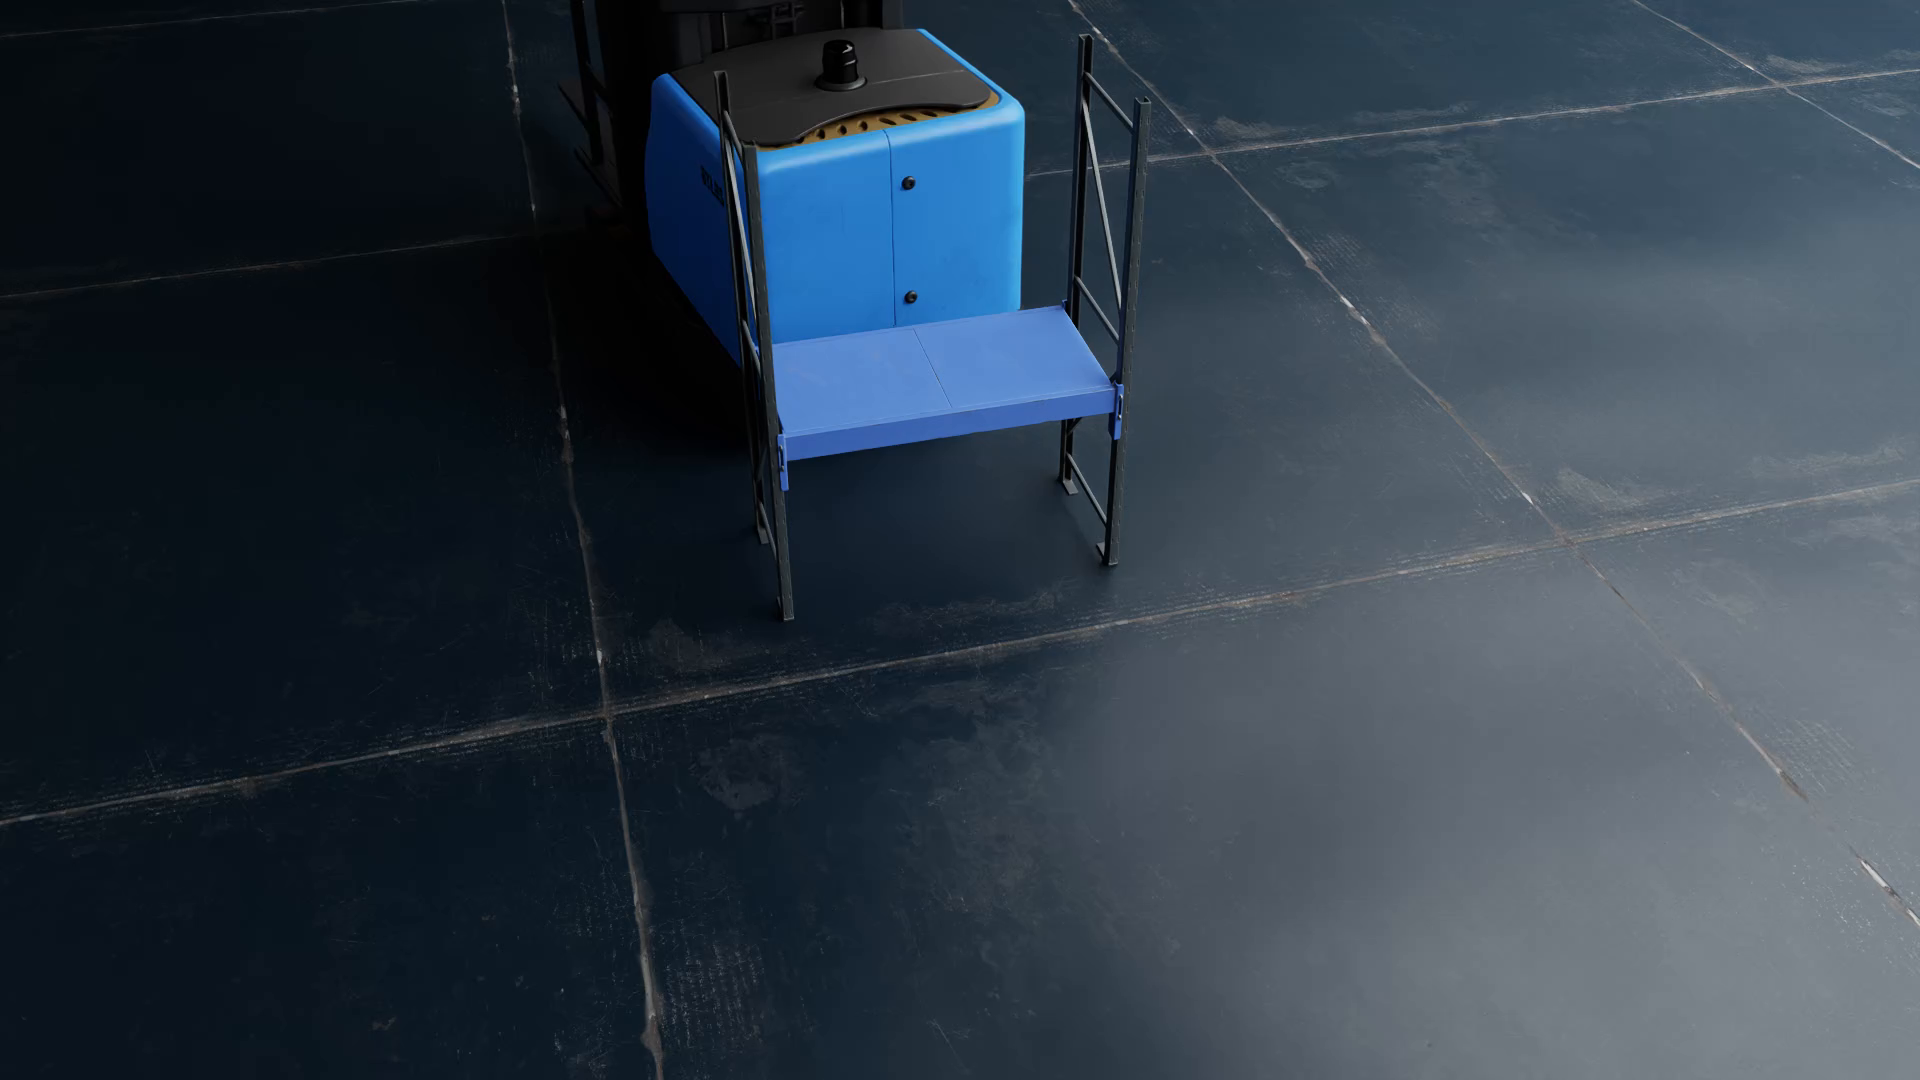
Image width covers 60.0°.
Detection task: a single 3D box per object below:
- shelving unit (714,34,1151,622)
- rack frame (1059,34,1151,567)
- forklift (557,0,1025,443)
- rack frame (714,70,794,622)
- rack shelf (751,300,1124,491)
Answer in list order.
[{"bbox_3d":[-0.082,-0.582,4.777,1.048,1.500,0.538,-9,38,-12],"label":"shelving unit"},{"bbox_3d":[0.408,-0.663,4.882,0.032,1.500,0.500,-9,38,-12],"label":"rack frame"},{"bbox_3d":[-0.878,-2.372,5.938,1.130,2.935,3.031,-17,40,-21],"label":"forklift"},{"bbox_3d":[-0.573,-0.502,4.671,0.032,1.500,0.500,-9,38,-12],"label":"rack frame"},{"bbox_3d":[-0.082,-0.439,4.886,1.000,0.185,0.538,-9,38,-12],"label":"rack shelf"}]
